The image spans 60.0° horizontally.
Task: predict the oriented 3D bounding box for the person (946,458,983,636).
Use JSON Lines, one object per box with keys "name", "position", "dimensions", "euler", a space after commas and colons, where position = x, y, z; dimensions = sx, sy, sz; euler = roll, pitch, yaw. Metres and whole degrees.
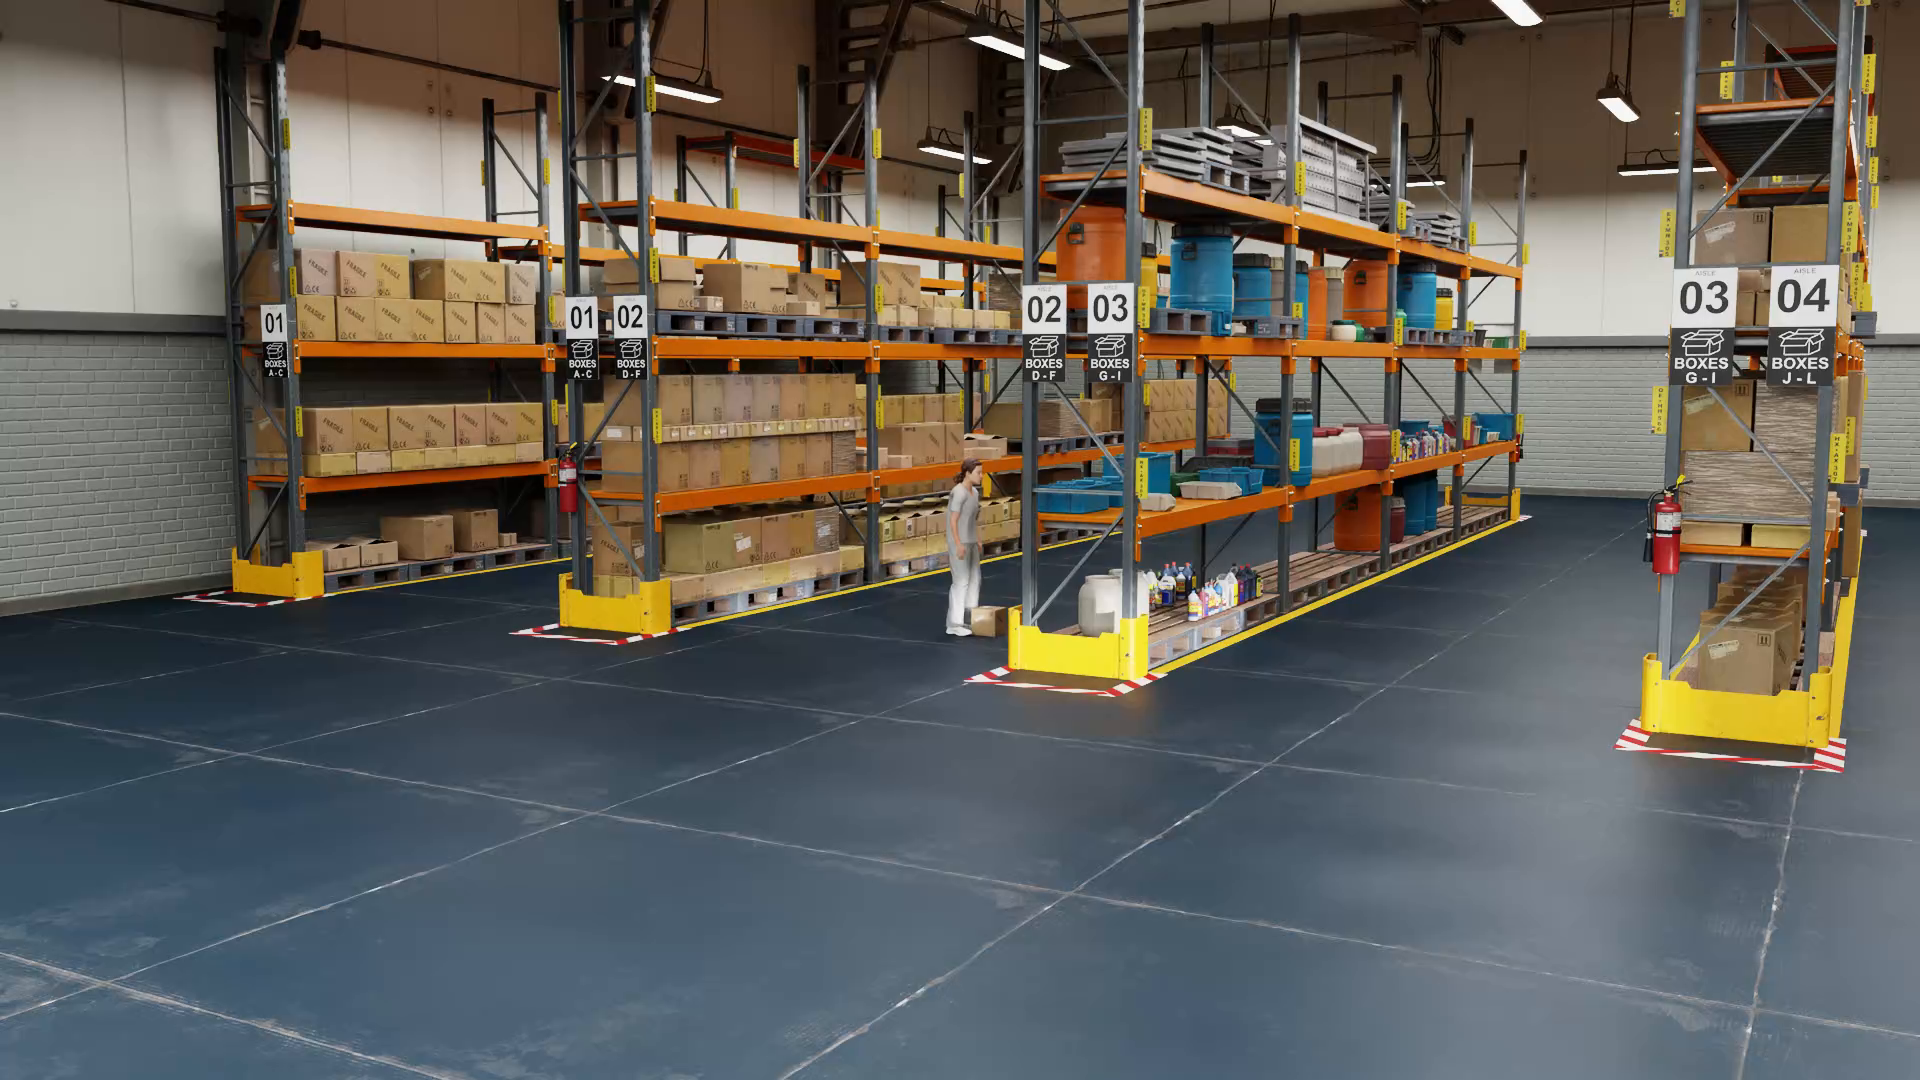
{"name": "person", "position": [0.057, 0.051, 15.846], "dimensions": [0.353, 1.673, 0.511], "euler": [3, 7, 26]}
